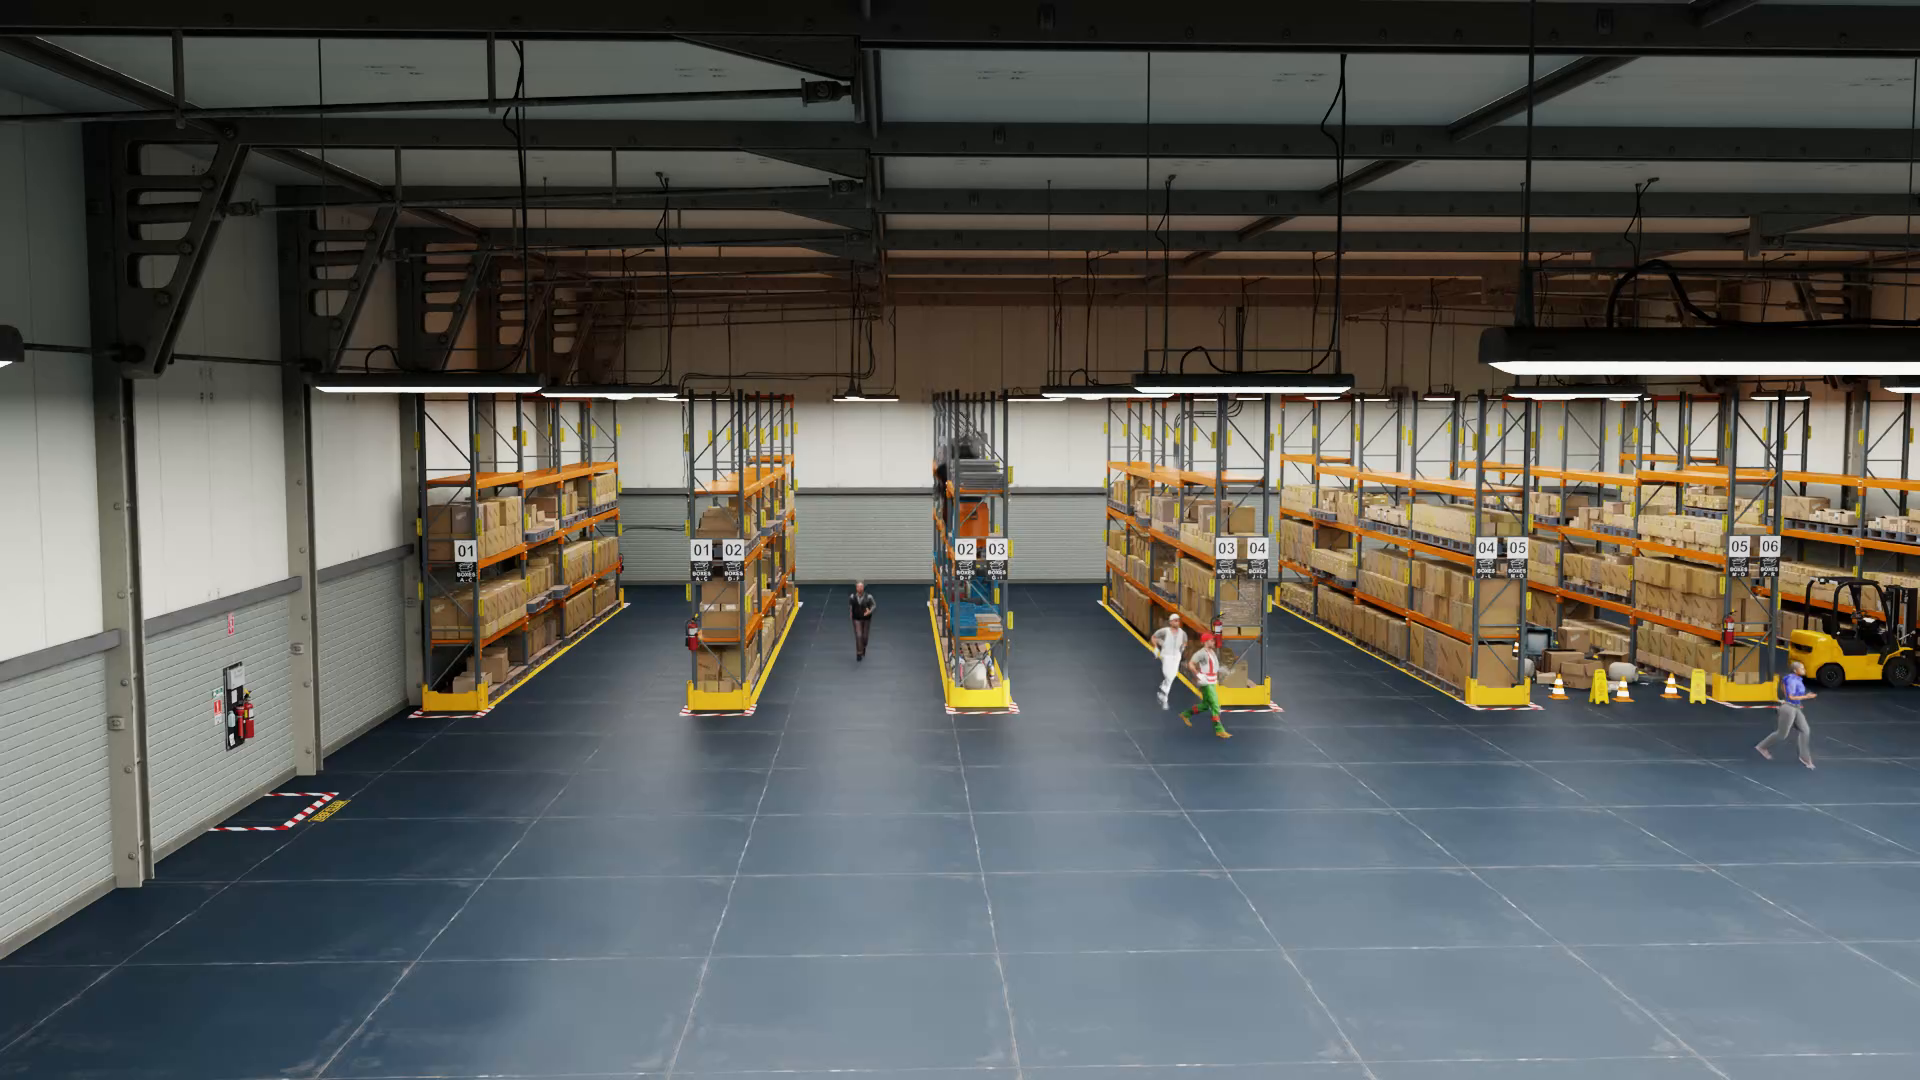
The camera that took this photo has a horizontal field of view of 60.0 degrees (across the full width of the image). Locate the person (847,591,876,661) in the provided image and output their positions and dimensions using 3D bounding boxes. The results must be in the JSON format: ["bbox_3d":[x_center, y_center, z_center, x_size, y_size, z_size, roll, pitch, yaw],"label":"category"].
[{"bbox_3d":[-2.195,1.897,37.231,0.655,1.526,0.892,0,5,-2],"label":"person"}]

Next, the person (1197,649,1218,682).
[{"bbox_3d":[4.271,2.144,28.656,0.321,0.562,0.410,2,5,26],"label":"person"}]

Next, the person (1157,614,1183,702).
[{"bbox_3d":[3.964,2.210,31.505,0.483,1.658,0.697,-2,5,-20],"label":"person"}]

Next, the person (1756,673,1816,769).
[{"bbox_3d":[6.814,2.225,33.549,19.951,1.622,2.305,4,6,43],"label":"person"}]
